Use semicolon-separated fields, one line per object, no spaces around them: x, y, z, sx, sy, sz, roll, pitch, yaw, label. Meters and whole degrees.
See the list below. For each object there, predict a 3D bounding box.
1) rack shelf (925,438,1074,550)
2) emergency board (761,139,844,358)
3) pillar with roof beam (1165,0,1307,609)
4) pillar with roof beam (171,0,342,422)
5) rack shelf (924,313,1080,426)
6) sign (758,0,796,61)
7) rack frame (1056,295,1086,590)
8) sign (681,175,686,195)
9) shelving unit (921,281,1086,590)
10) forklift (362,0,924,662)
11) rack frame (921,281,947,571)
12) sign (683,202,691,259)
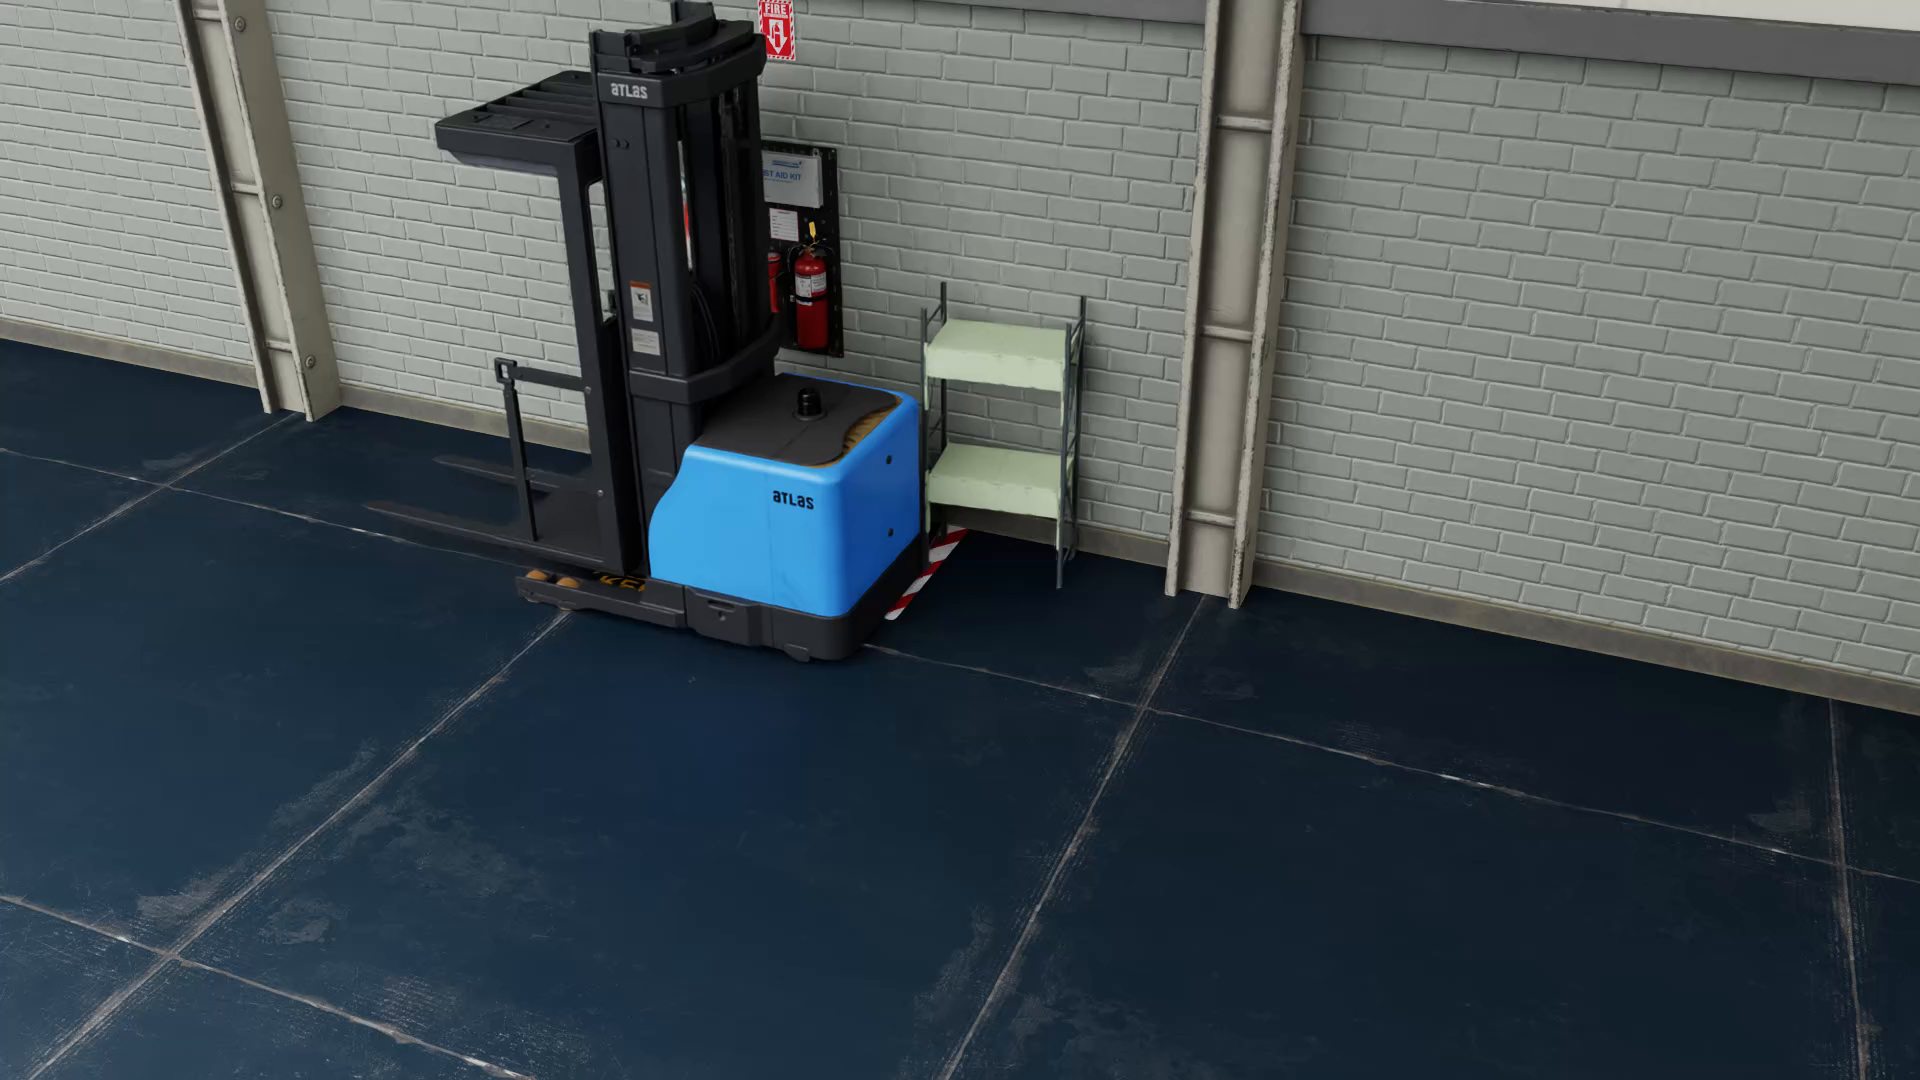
0.219;-0.250;8.829;0.720;0.370;0.431;8;30;13;rack shelf
-0.958;-1.529;8.906;0.643;1.169;0.194;11;31;19;emergency board
-0.301;-1.703;3.117;0.400;9.000;9.100;11;31;19;pillar with roof beam
-5.861;-2.813;5.081;0.400;9.000;9.100;11;31;19;pillar with roof beam
0.221;-0.873;8.476;0.720;0.370;0.431;8;30;13;rack shelf
-0.928;-2.585;8.419;0.199;0.298;0.001;11;31;19;sign
0.574;-0.486;8.586;0.023;1.500;0.400;8;30;13;rack frame
-1.431;-1.919;9.022;0.331;0.109;0.001;11;31;19;sign
0.220;-0.534;8.668;0.755;1.500;0.431;8;30;13;shelving unit
-1.760;-1.137;8.283;3.031;2.935;1.130;12;31;20;forklift
-0.134;-0.581;8.750;0.023;1.500;0.400;8;30;13;rack frame
-1.432;-1.693;9.161;0.234;0.329;0.001;11;31;19;sign
